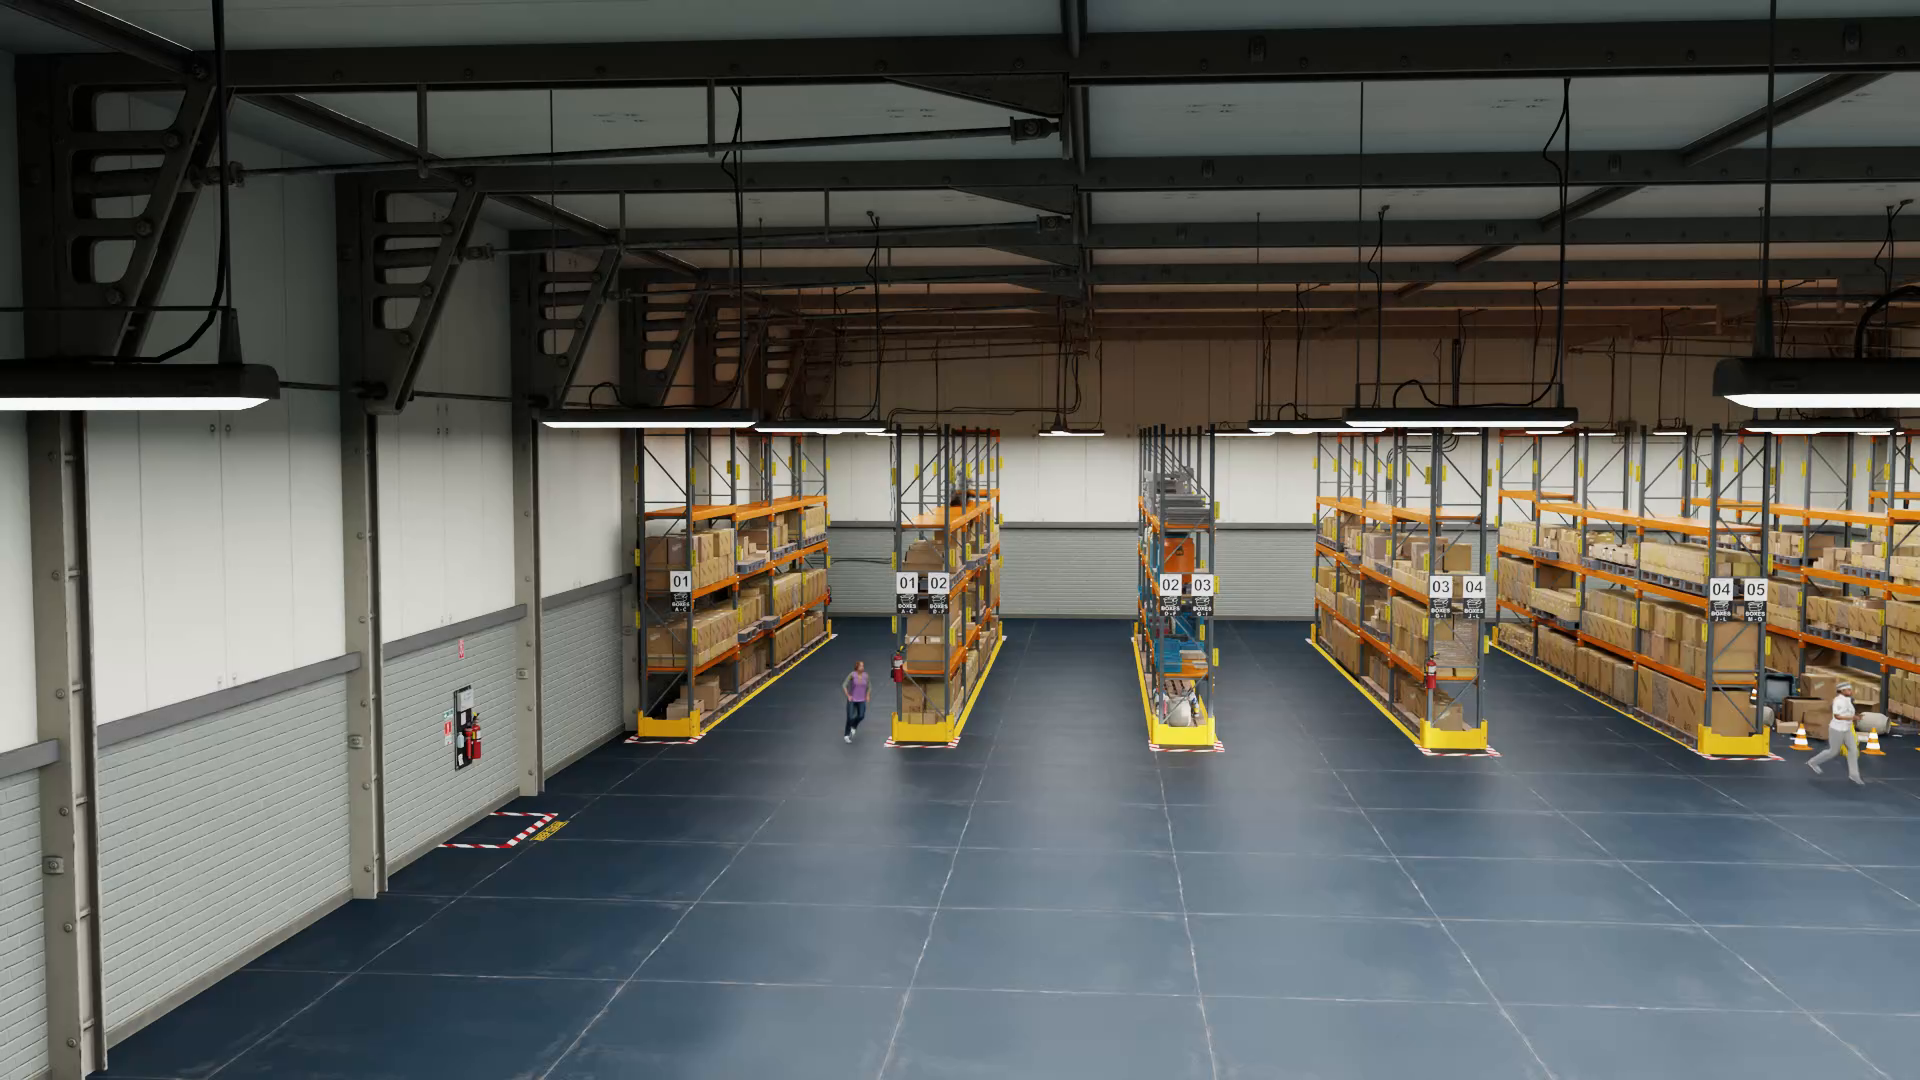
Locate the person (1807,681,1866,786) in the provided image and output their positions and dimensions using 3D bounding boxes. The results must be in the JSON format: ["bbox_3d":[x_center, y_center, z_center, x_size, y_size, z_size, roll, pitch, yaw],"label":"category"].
[{"bbox_3d":[14.658,3.203,27.766,0.580,1.738,0.910,-3,5,-40],"label":"person"}]

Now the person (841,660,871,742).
[{"bbox_3d":[-1.936,3.049,31.417,0.600,1.546,0.474,-1,4,-17],"label":"person"}]

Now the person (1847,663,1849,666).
[{"bbox_3d":[21.176,2.388,39.916,0.703,1.745,0.962,0,3,1],"label":"person"}]

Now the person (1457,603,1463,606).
[{"bbox_3d":[13.573,2.164,45.343,0.660,1.696,0.790,1,4,13],"label":"person"}]
